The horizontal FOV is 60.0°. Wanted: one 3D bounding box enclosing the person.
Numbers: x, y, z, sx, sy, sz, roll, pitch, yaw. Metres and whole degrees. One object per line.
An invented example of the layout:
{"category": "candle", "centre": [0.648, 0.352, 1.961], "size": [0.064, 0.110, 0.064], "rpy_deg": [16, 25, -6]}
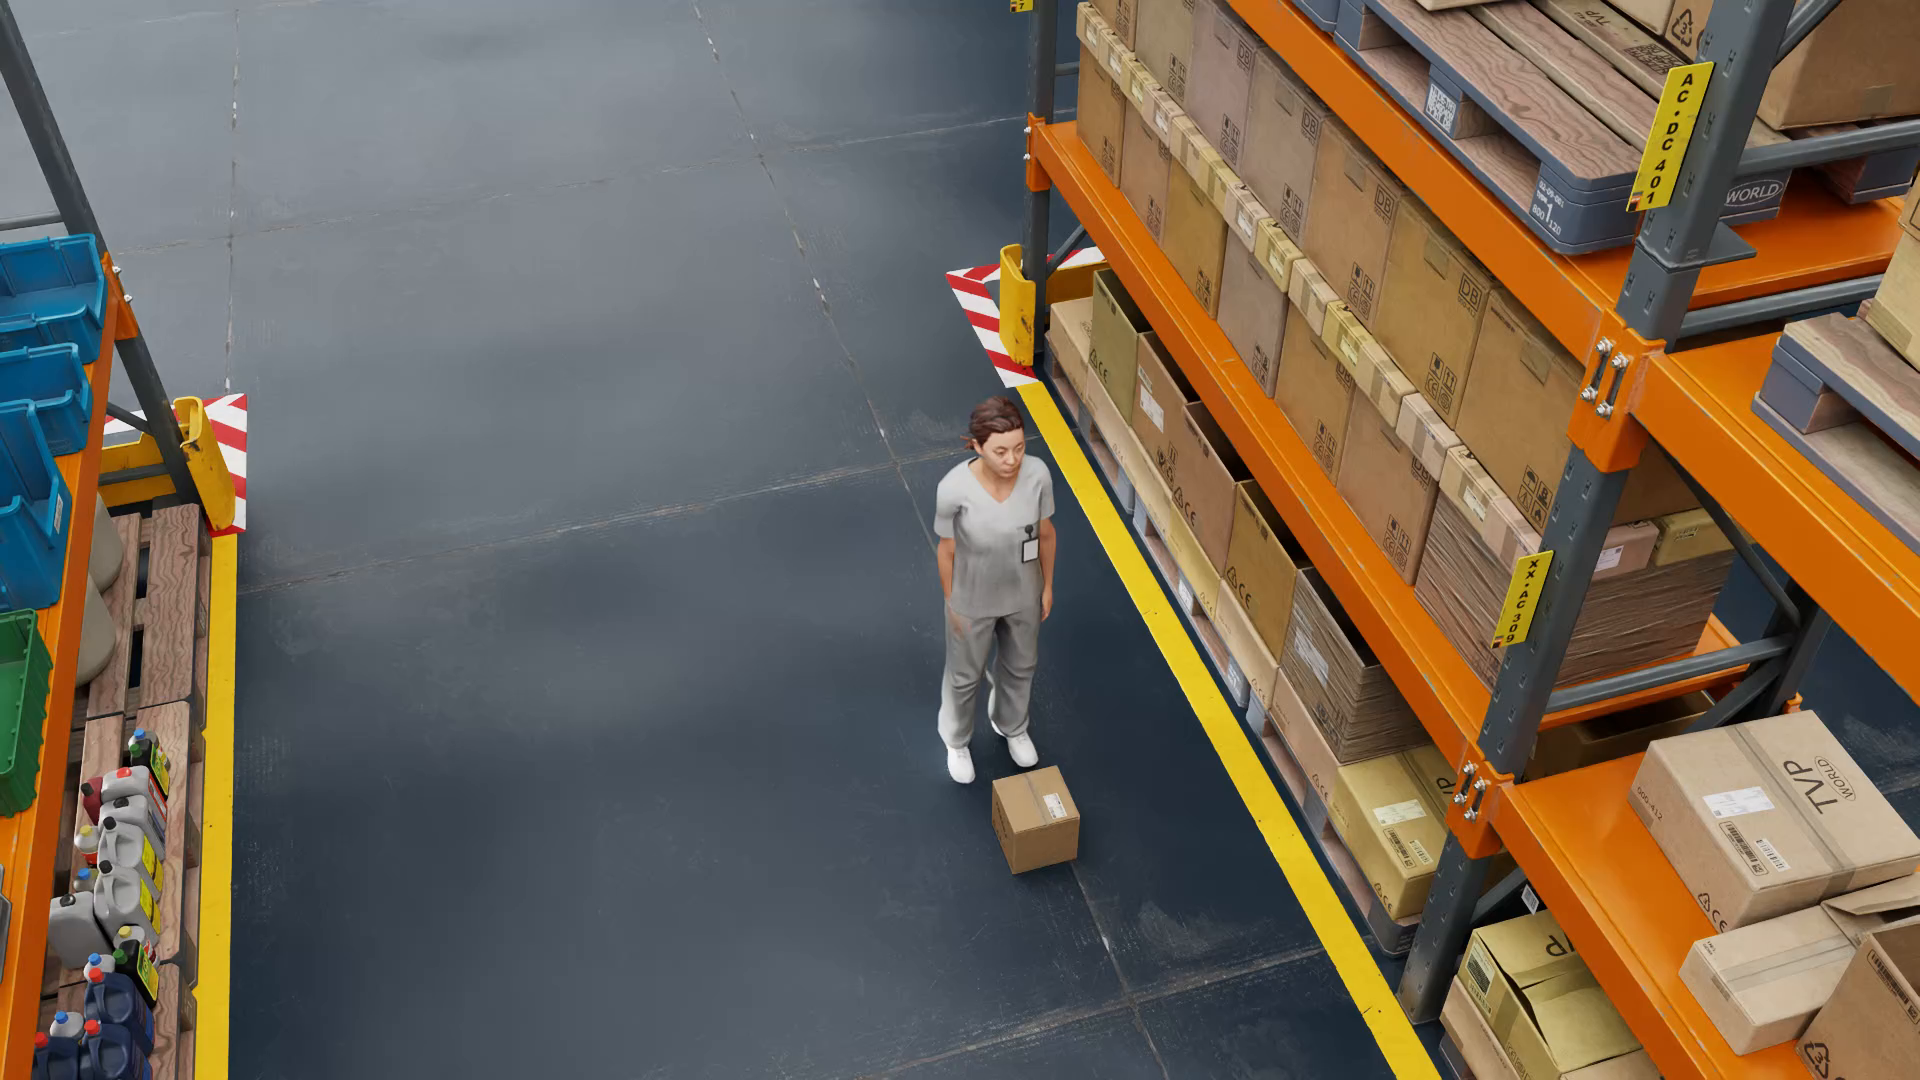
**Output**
{"category": "person", "centre": [0.126, 0.186, 5.965], "size": [0.438, 1.675, 0.359], "rpy_deg": [-12, 44, -13]}
